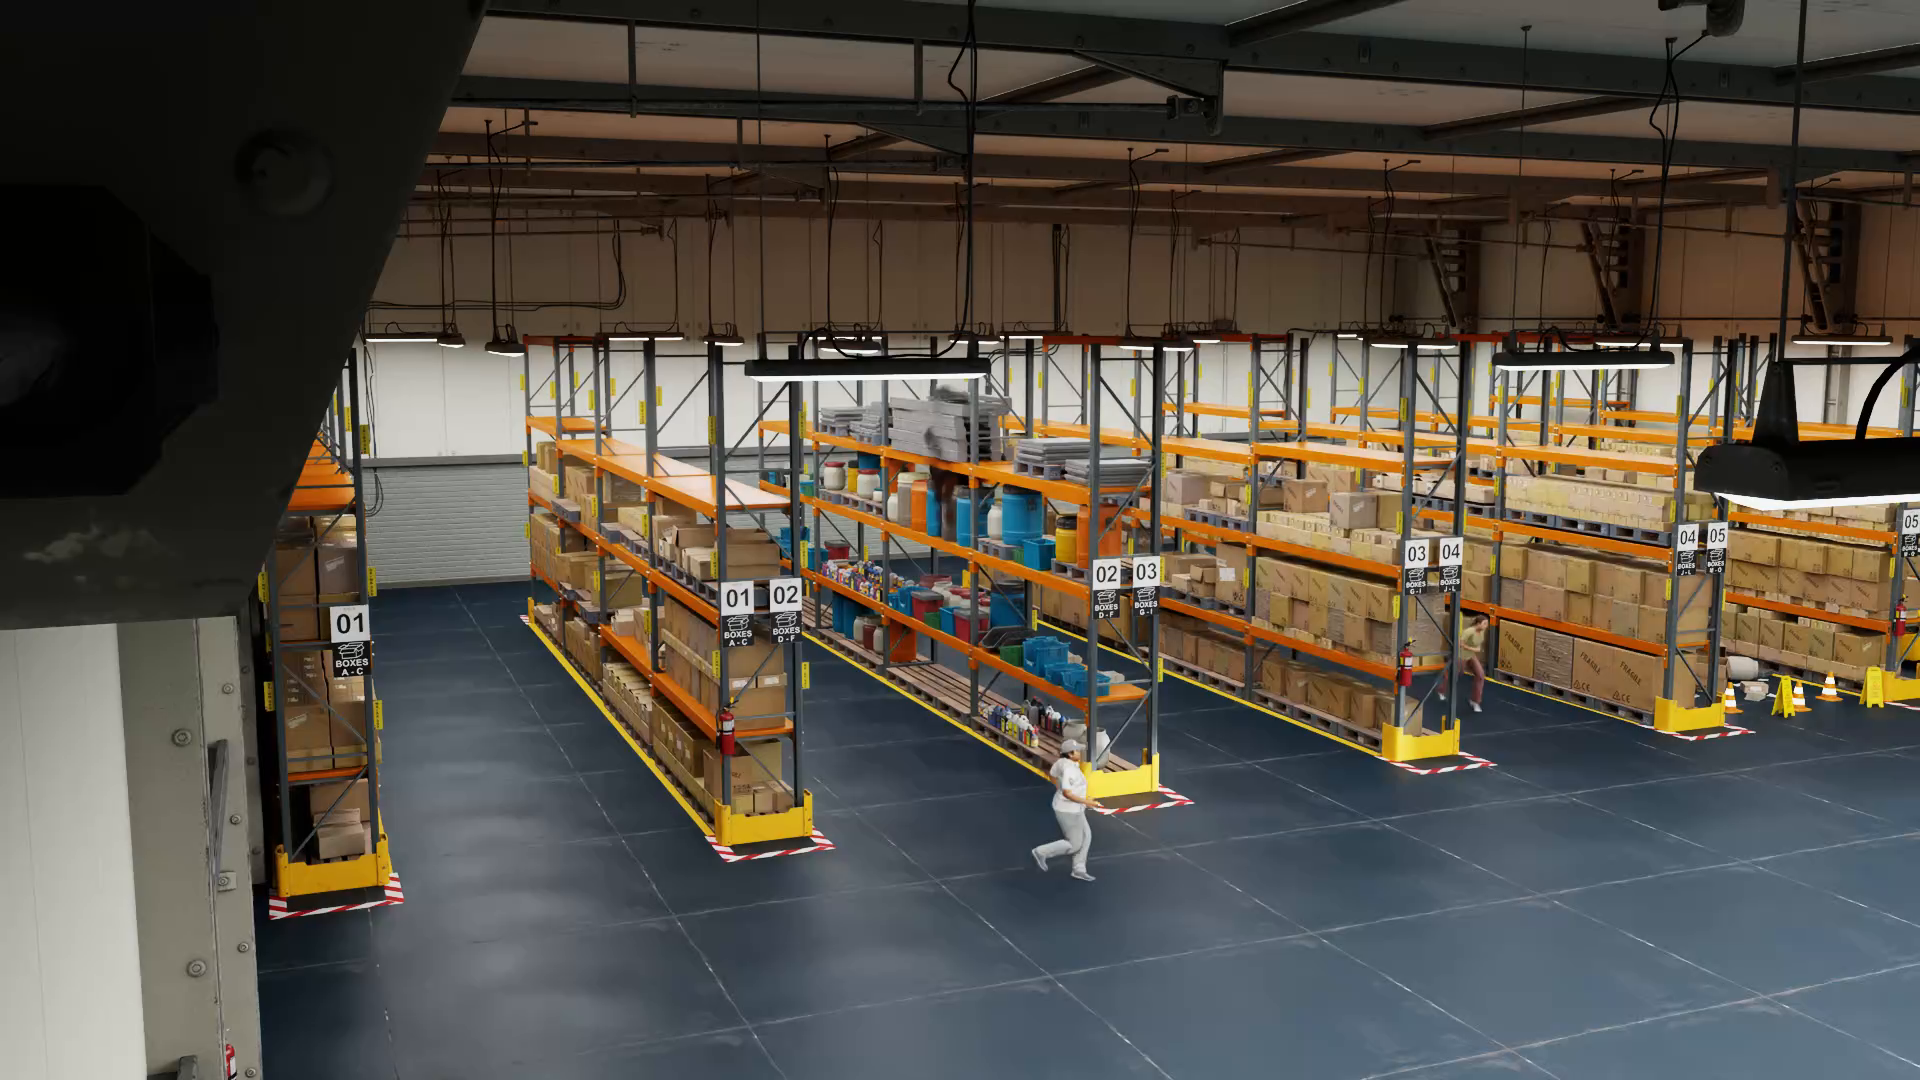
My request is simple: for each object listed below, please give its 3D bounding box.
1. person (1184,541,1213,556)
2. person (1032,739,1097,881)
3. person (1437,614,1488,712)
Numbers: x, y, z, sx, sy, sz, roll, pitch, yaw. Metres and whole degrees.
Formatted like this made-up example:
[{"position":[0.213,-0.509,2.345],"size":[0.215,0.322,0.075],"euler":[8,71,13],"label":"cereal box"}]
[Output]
[{"position":[6.002,-0.007,41.899],"size":[1.003,1.625,0.603],"euler":[-3,8,-18],"label":"person"},{"position":[1.174,3.062,18.765],"size":[0.750,1.665,0.616],"euler":[0,8,-3],"label":"person"},{"position":[8.216,1.967,27.170],"size":[0.617,1.625,0.929],"euler":[-5,9,-35],"label":"person"}]
